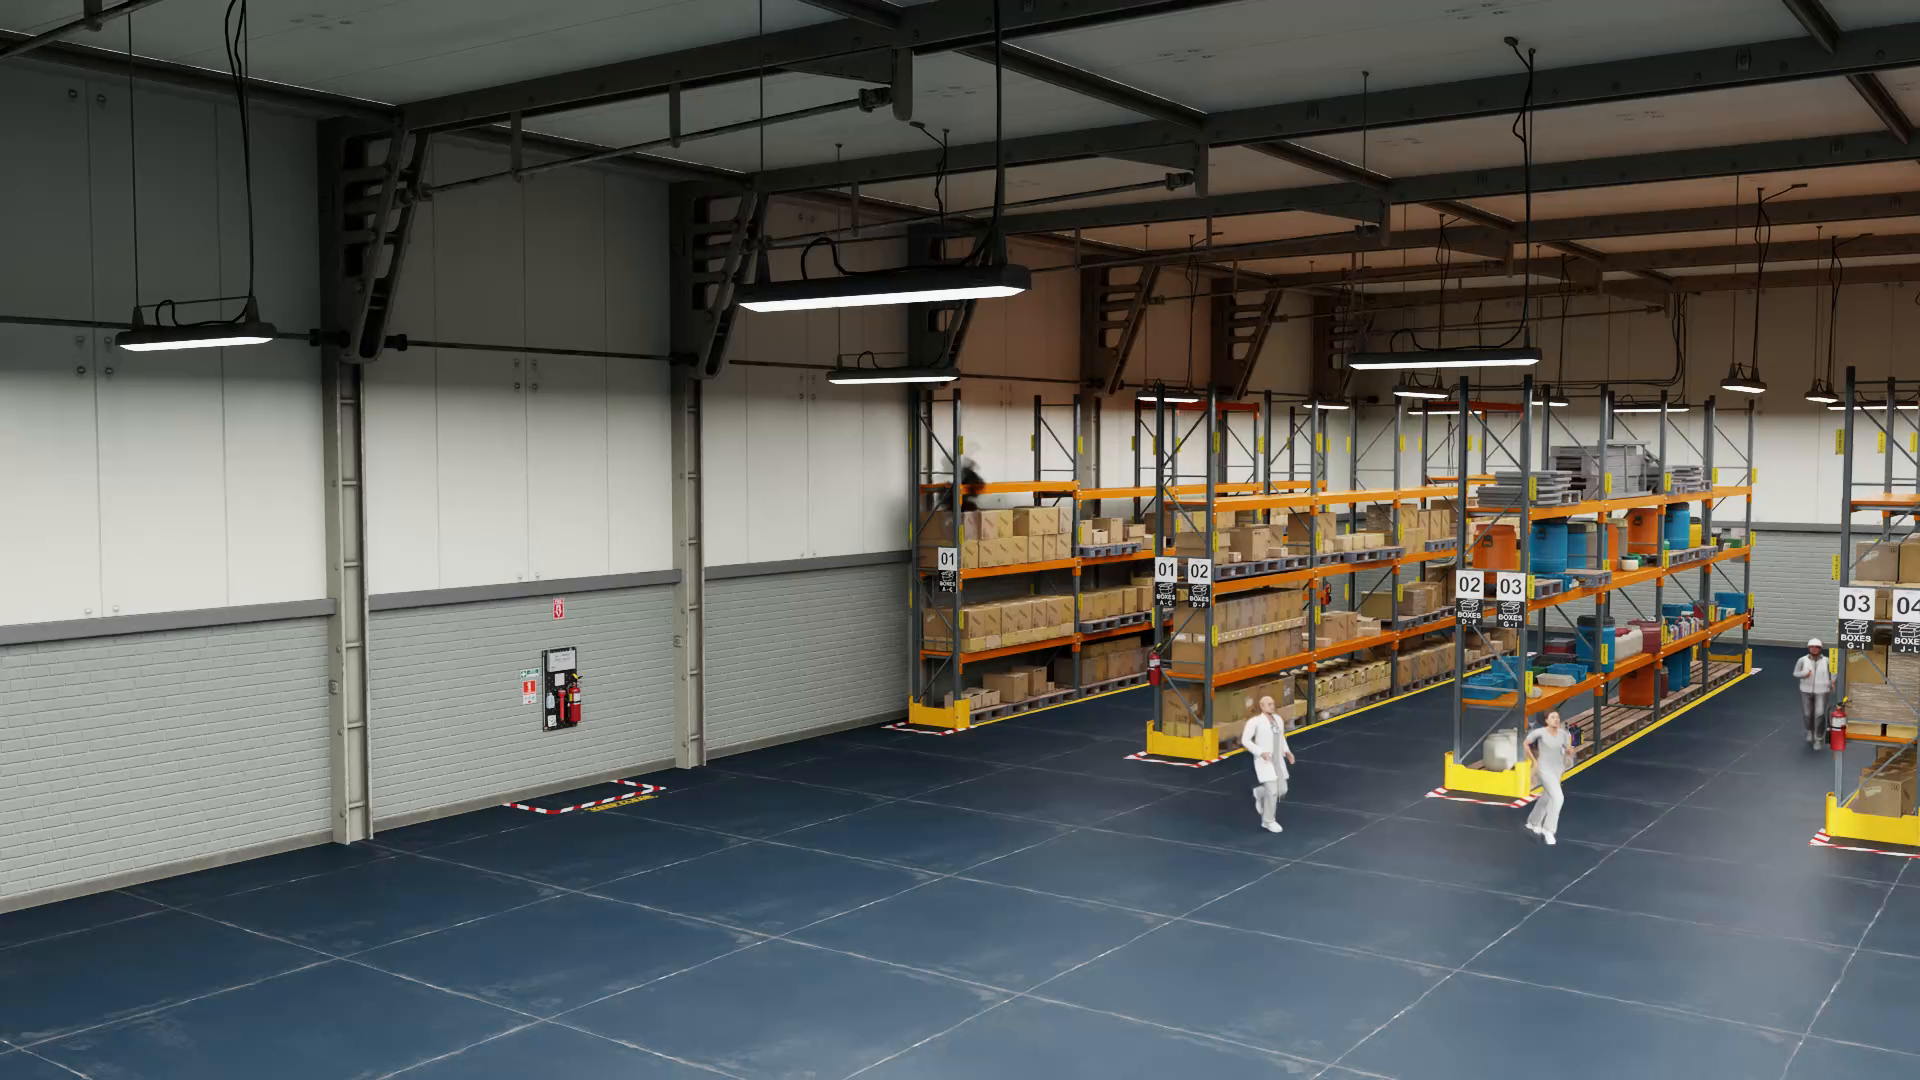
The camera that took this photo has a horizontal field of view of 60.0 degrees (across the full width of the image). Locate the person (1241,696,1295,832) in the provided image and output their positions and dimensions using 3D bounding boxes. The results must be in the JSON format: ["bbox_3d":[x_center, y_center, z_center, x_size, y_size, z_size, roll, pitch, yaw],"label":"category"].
[{"bbox_3d":[3.993,2.909,21.748,0.712,1.730,0.652,-2,4,-29],"label":"person"}]

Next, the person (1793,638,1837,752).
[{"bbox_3d":[14.150,2.538,27.533,0.633,1.823,0.821,2,4,33],"label":"person"}]

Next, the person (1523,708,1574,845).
[{"bbox_3d":[7.478,2.982,21.068,0.536,1.725,0.737,-1,3,-20],"label":"person"}]
